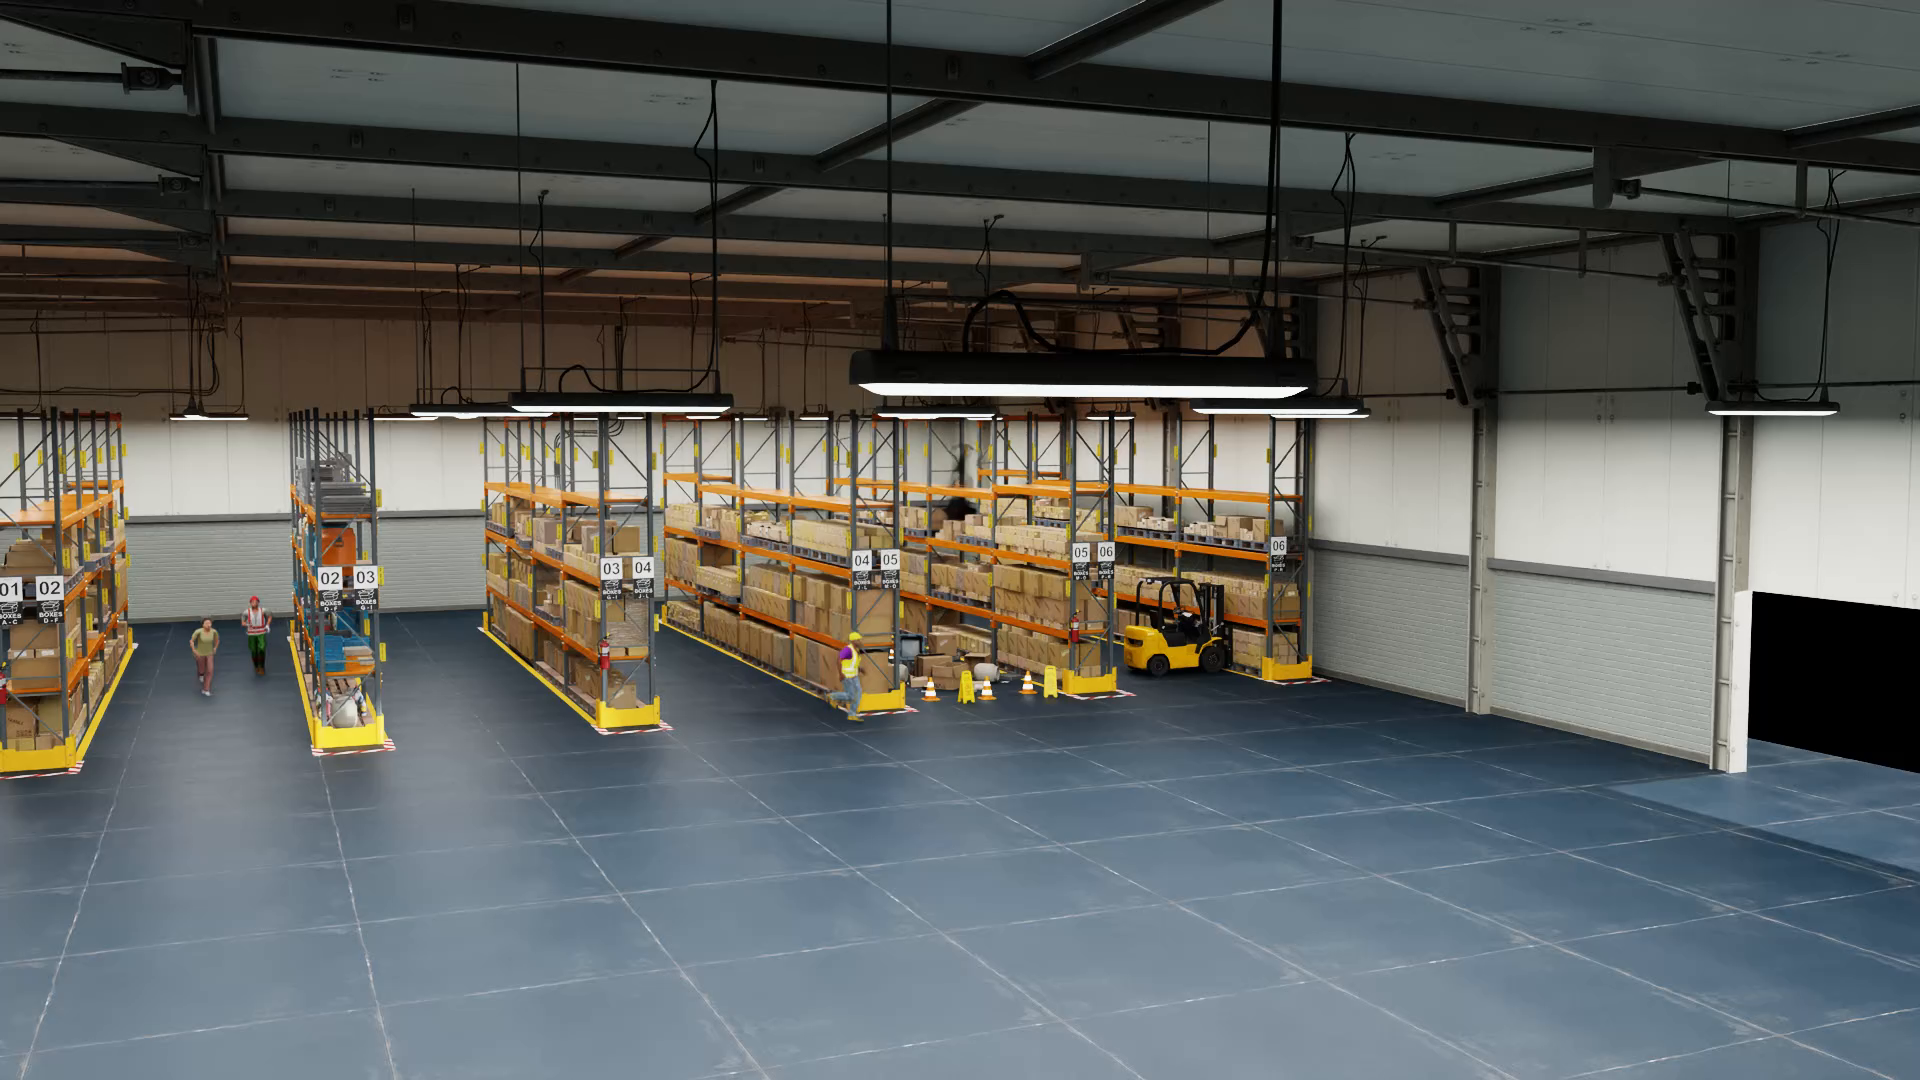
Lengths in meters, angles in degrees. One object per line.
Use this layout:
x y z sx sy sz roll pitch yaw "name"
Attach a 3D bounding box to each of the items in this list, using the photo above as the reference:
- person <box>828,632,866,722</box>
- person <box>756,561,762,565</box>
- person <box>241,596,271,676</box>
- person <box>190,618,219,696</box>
-2.196 2.638 32.116 0.723 1.726 0.730 2 4 22 "person"
-6.081 1.424 49.967 0.662 1.589 0.507 -3 5 -34 "person"
-16.023 2.186 37.868 0.628 1.825 0.746 -1 4 -20 "person"
-16.043 2.459 35.335 0.587 1.652 0.889 -3 5 -35 "person"
